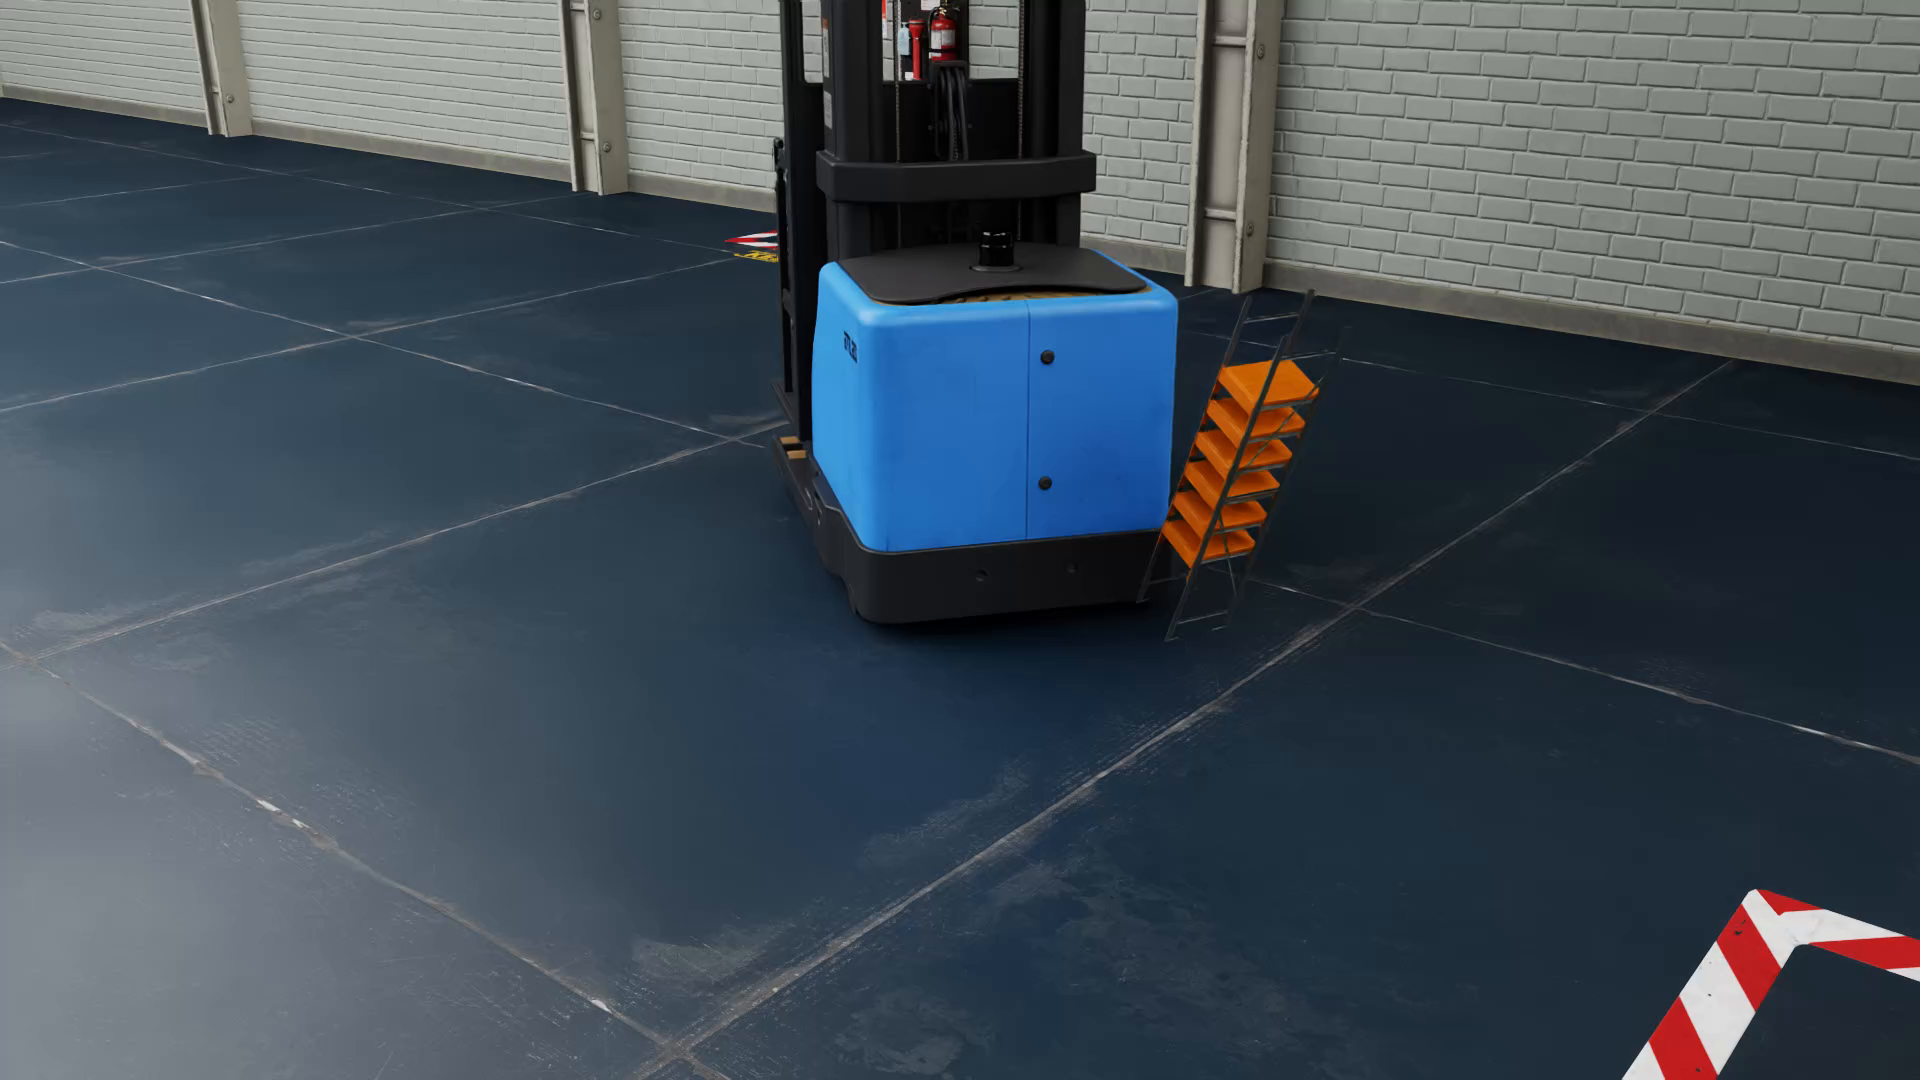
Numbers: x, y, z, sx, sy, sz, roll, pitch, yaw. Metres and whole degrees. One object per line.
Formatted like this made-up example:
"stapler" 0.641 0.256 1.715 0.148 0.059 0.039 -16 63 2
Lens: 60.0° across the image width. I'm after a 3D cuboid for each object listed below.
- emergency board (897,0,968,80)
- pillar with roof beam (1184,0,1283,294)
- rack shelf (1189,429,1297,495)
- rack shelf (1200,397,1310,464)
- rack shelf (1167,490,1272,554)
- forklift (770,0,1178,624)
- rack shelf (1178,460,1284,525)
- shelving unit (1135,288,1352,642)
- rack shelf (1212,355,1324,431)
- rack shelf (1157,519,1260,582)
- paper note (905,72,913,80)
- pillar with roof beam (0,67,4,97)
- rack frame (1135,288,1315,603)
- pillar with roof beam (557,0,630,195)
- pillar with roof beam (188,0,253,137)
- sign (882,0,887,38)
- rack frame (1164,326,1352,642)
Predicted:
"emergency board" -0.243 -3.552 11.337 0.643 1.169 0.194 16 26 36
"pillar with roof beam" -1.074 -4.621 5.669 0.400 9.000 9.100 16 26 36
"rack shelf" 0.844 -0.250 4.964 0.258 0.103 0.180 -11 47 -26
"rack shelf" 0.867 -0.338 4.886 0.258 0.103 0.180 -11 47 -26
"rack shelf" 0.799 -0.074 5.121 0.258 0.103 0.180 -11 47 -26
"forklift" -0.153 -1.593 6.239 1.130 2.935 3.031 -5 21 -13
"rack shelf" 0.822 -0.162 5.043 0.258 0.103 0.180 -11 47 -26
"shelving unit" 0.830 -0.195 5.014 0.258 1.200 0.189 -11 47 -26
"rack shelf" 0.890 -0.426 4.808 0.258 0.103 0.180 -11 47 -26
"rack shelf" 0.776 0.014 5.200 0.258 0.103 0.180 -11 47 -26
"paper note" -0.336 -3.199 11.648 0.142 0.148 0.016 16 26 36
"pillar with roof beam" -15.019 -8.637 16.318 0.400 9.000 9.100 16 26 36
"rack frame" 0.791 -0.255 5.070 0.240 1.200 0.006 -11 47 -26
"pillar with roof beam" -5.723 -5.960 9.218 0.400 9.000 9.100 16 26 36
"pillar with roof beam" -10.371 -7.298 12.768 0.400 9.000 9.100 16 26 36
"sign" -0.606 -3.721 11.733 0.234 0.329 0.001 16 26 36
"rack frame" 0.870 -0.134 4.958 0.240 1.200 0.006 -11 47 -26
